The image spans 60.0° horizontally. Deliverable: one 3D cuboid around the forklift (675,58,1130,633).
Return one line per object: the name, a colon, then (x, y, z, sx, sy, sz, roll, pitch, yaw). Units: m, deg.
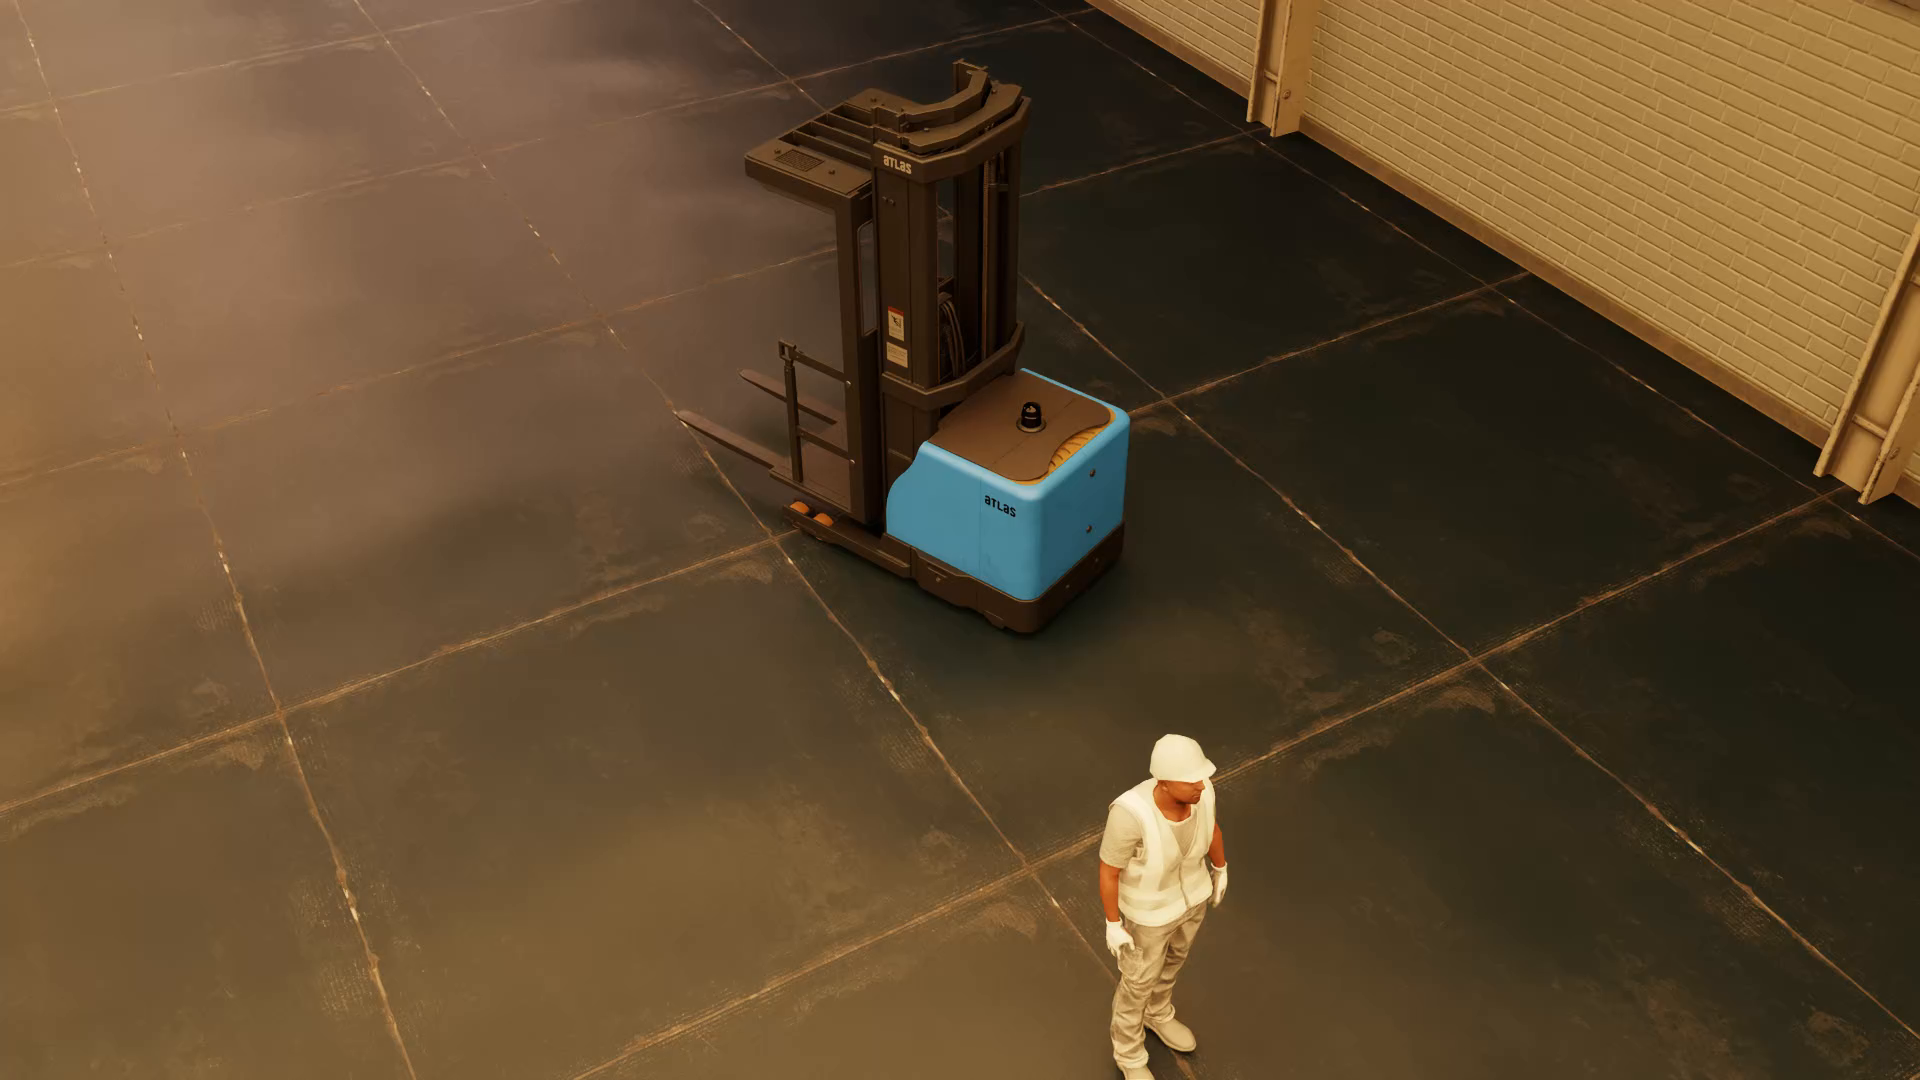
forklift: (-0.481, -1.366, 9.683, 3.031, 2.935, 1.130, 26, 46, 28)

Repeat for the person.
person: (0.907, 1.567, 7.035, 0.657, 1.784, 0.576, -24, 46, -27)
